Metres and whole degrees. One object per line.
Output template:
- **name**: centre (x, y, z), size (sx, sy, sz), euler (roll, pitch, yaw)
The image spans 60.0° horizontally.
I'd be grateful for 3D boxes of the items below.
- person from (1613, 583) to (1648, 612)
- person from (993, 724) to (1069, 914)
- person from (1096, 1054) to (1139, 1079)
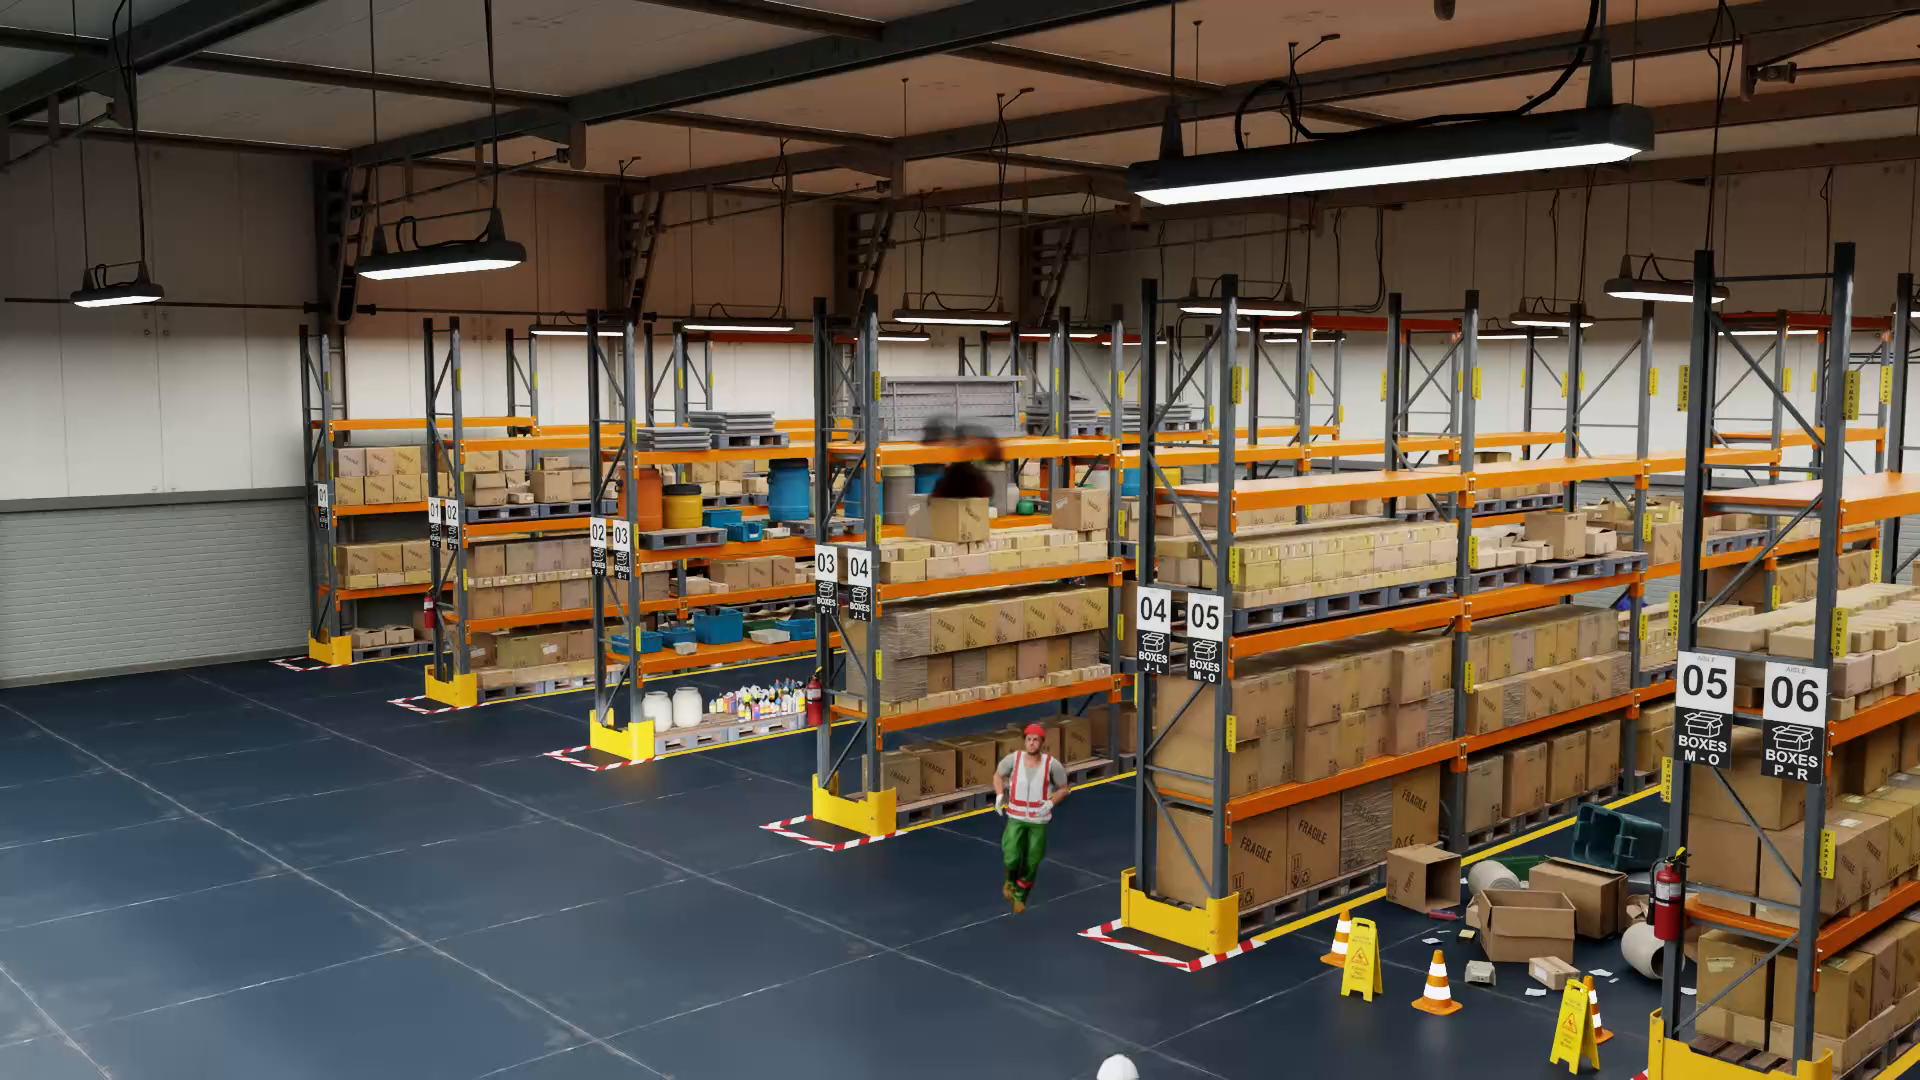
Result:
- **person**: centre (11.398, 1.521, 28.272), size (0.681, 1.604, 0.595), euler (2, 6, 19)
- **person**: centre (0.628, 2.516, 14.998), size (0.688, 1.735, 0.532), euler (1, 6, 7)
- **person**: centre (0.772, 3.444, 8.254), size (0.690, 1.850, 0.798), euler (1, 6, 8)
